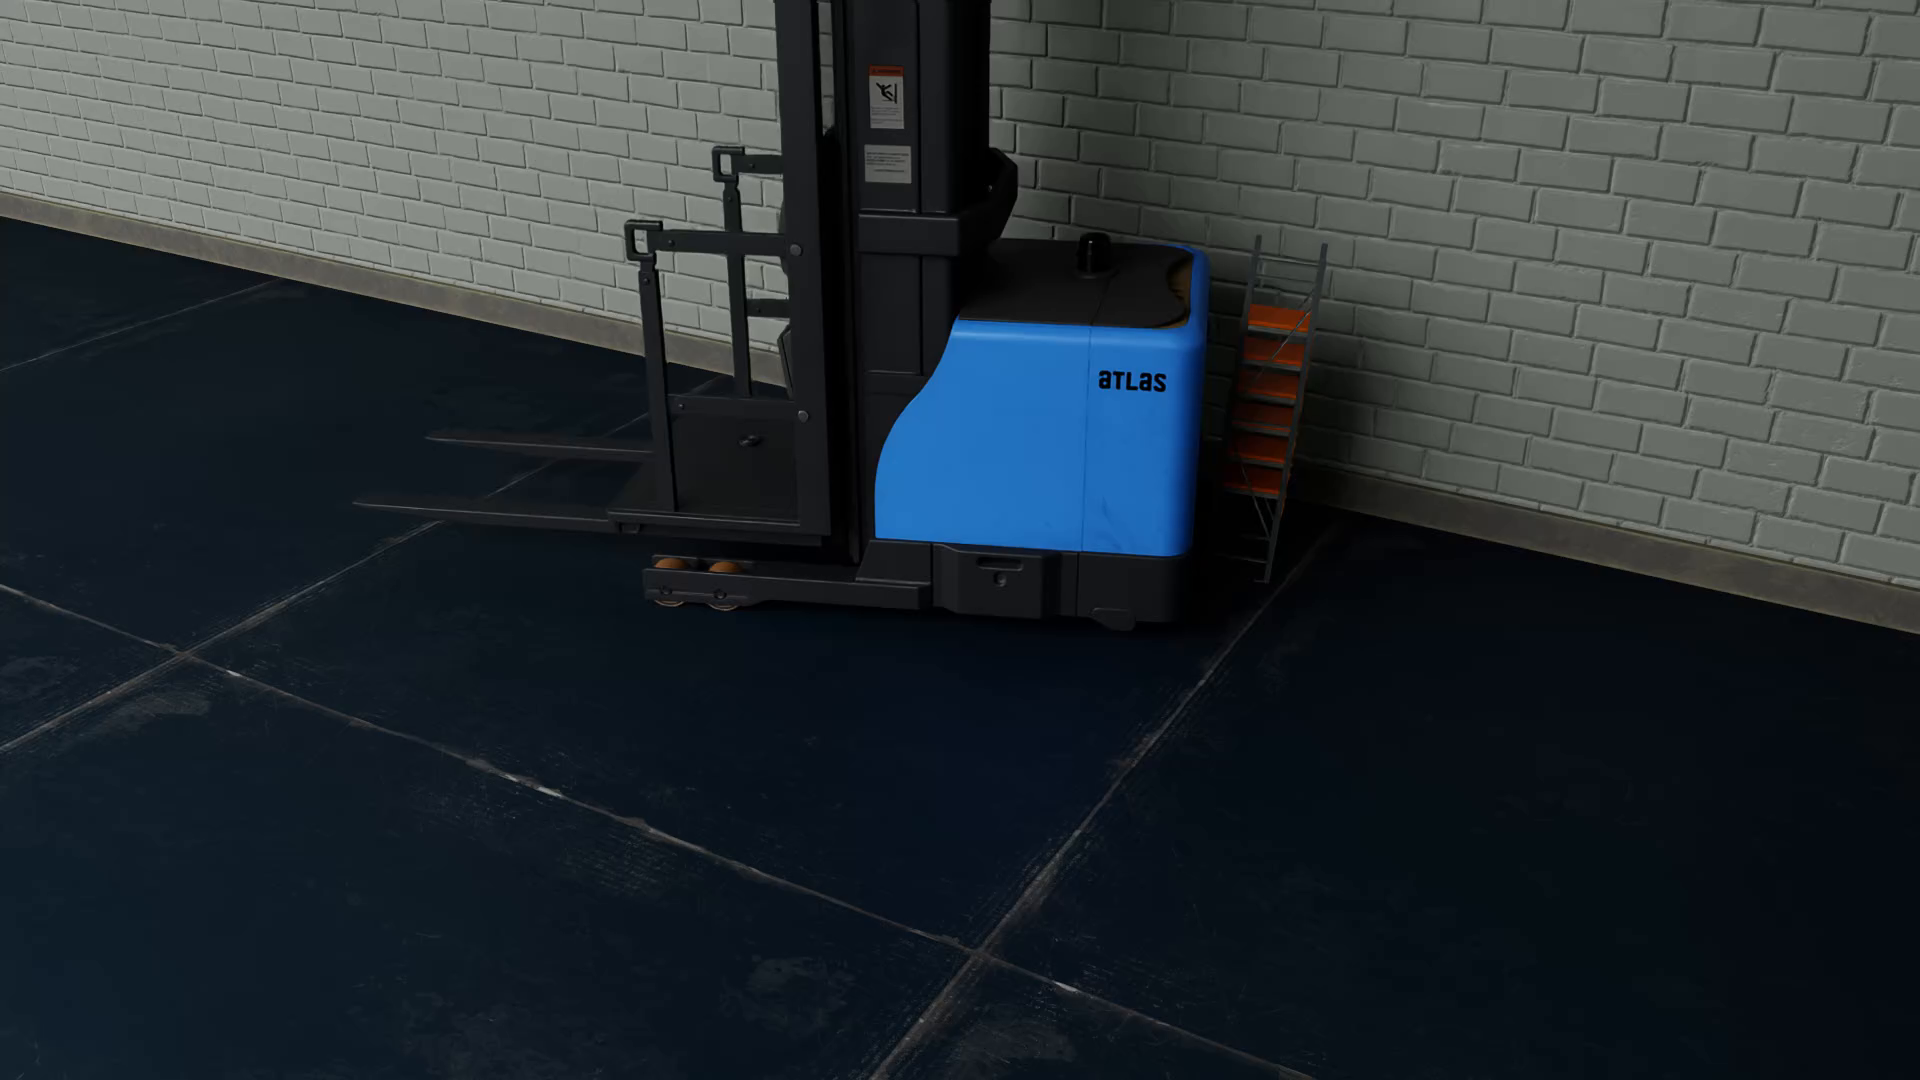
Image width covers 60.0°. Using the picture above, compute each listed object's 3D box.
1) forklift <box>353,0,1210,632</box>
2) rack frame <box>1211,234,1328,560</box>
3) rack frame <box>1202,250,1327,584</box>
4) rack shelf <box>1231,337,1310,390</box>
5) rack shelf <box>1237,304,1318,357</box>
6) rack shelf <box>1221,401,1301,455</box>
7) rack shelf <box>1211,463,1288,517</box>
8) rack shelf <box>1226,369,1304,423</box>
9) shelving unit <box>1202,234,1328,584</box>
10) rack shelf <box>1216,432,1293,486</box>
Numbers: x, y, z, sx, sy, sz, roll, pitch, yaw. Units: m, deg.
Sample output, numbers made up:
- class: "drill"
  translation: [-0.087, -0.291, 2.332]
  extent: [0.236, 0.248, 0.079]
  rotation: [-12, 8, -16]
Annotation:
- class: "forklift"
  translation: [-0.656, -1.294, 5.561]
  extent: [3.031, 2.935, 1.130]
  rotation: [4, 27, 7]
- class: "rack frame"
  translation: [1.069, -0.475, 5.839]
  extent: [0.240, 1.200, 0.006]
  rotation: [9, 28, 9]
- class: "rack frame"
  translation: [1.029, -0.395, 5.680]
  extent: [0.240, 1.200, 0.006]
  rotation: [9, 28, 9]
- class: "rack shelf"
  translation: [1.062, -0.608, 5.669]
  extent: [0.258, 0.103, 0.180]
  rotation: [9, 28, 9]
- class: "rack shelf"
  translation: [1.071, -0.714, 5.614]
  extent: [0.258, 0.103, 0.180]
  rotation: [9, 28, 9]
- class: "rack shelf"
  translation: [1.045, -0.396, 5.780]
  extent: [0.258, 0.103, 0.180]
  rotation: [9, 28, 9]
- class: "rack shelf"
  translation: [1.028, -0.184, 5.891]
  extent: [0.258, 0.103, 0.180]
  rotation: [9, 28, 9]
- class: "rack shelf"
  translation: [1.054, -0.502, 5.725]
  extent: [0.258, 0.103, 0.180]
  rotation: [9, 28, 9]
- class: "shelving unit"
  translation: [1.049, -0.435, 5.760]
  extent: [0.258, 1.200, 0.189]
  rotation: [9, 28, 9]
- class: "rack shelf"
  translation: [1.037, -0.290, 5.836]
  extent: [0.258, 0.103, 0.180]
  rotation: [9, 28, 9]
